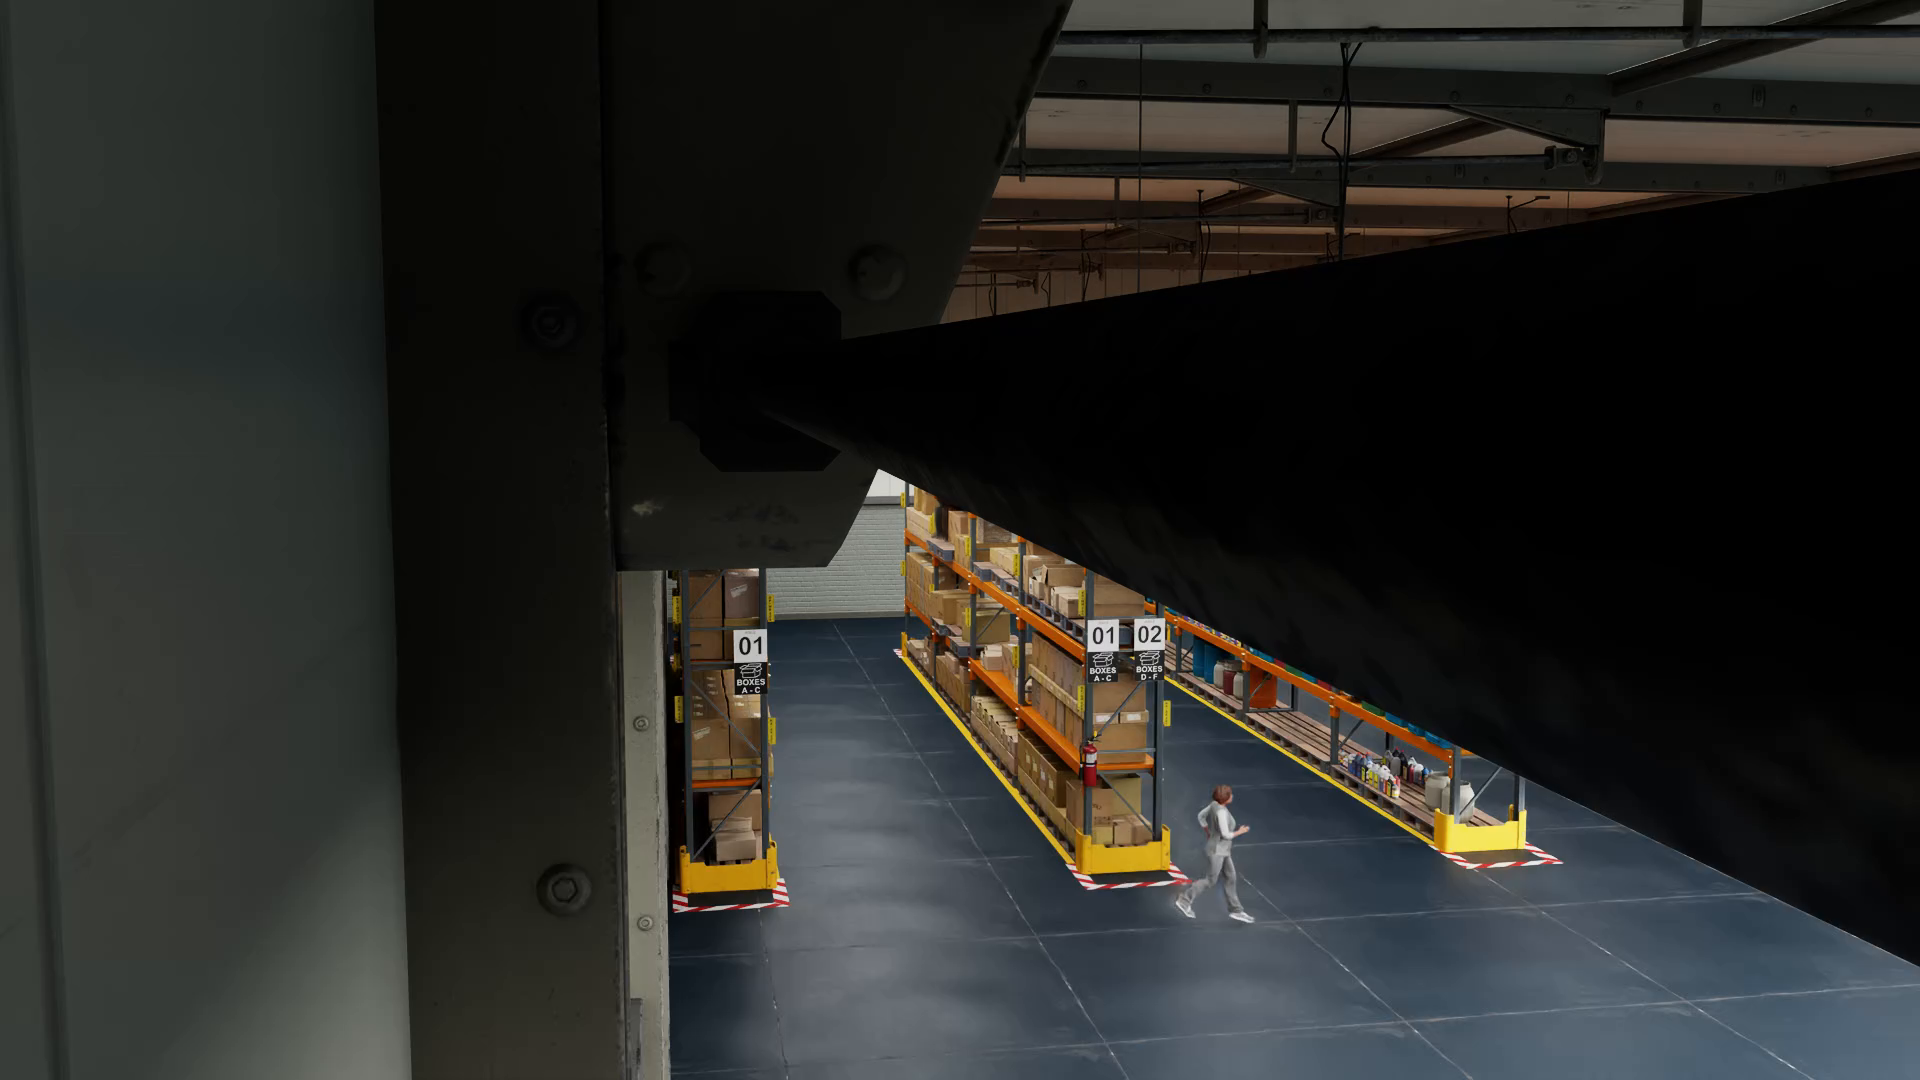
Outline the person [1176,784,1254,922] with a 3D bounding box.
[{"bbox_3d":[2.904,3.551,18.857,0.888,1.592,0.521,1,6,10],"label":"person"}]
